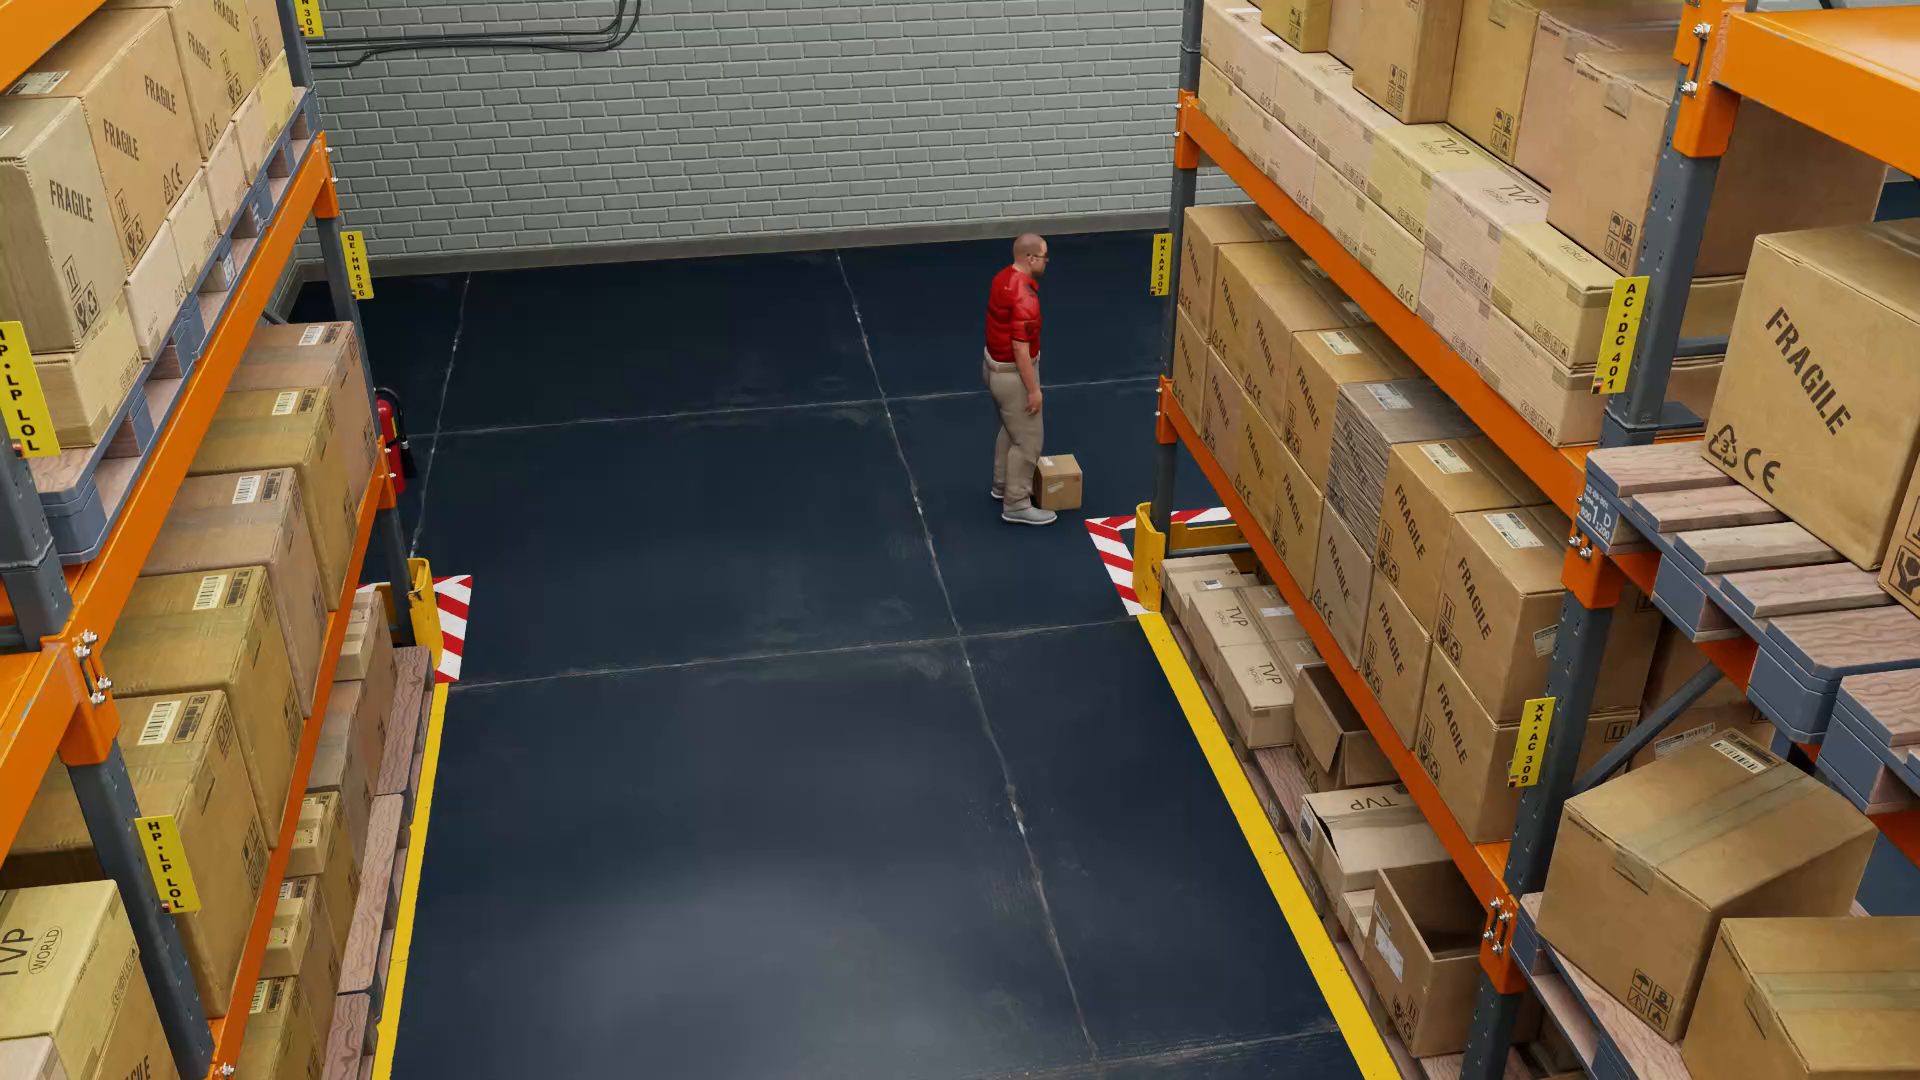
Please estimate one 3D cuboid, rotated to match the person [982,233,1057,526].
[{"bbox_3d":[0.347,-0.962,9.786,0.399,1.725,0.598,-7,31,-12],"label":"person"}]
